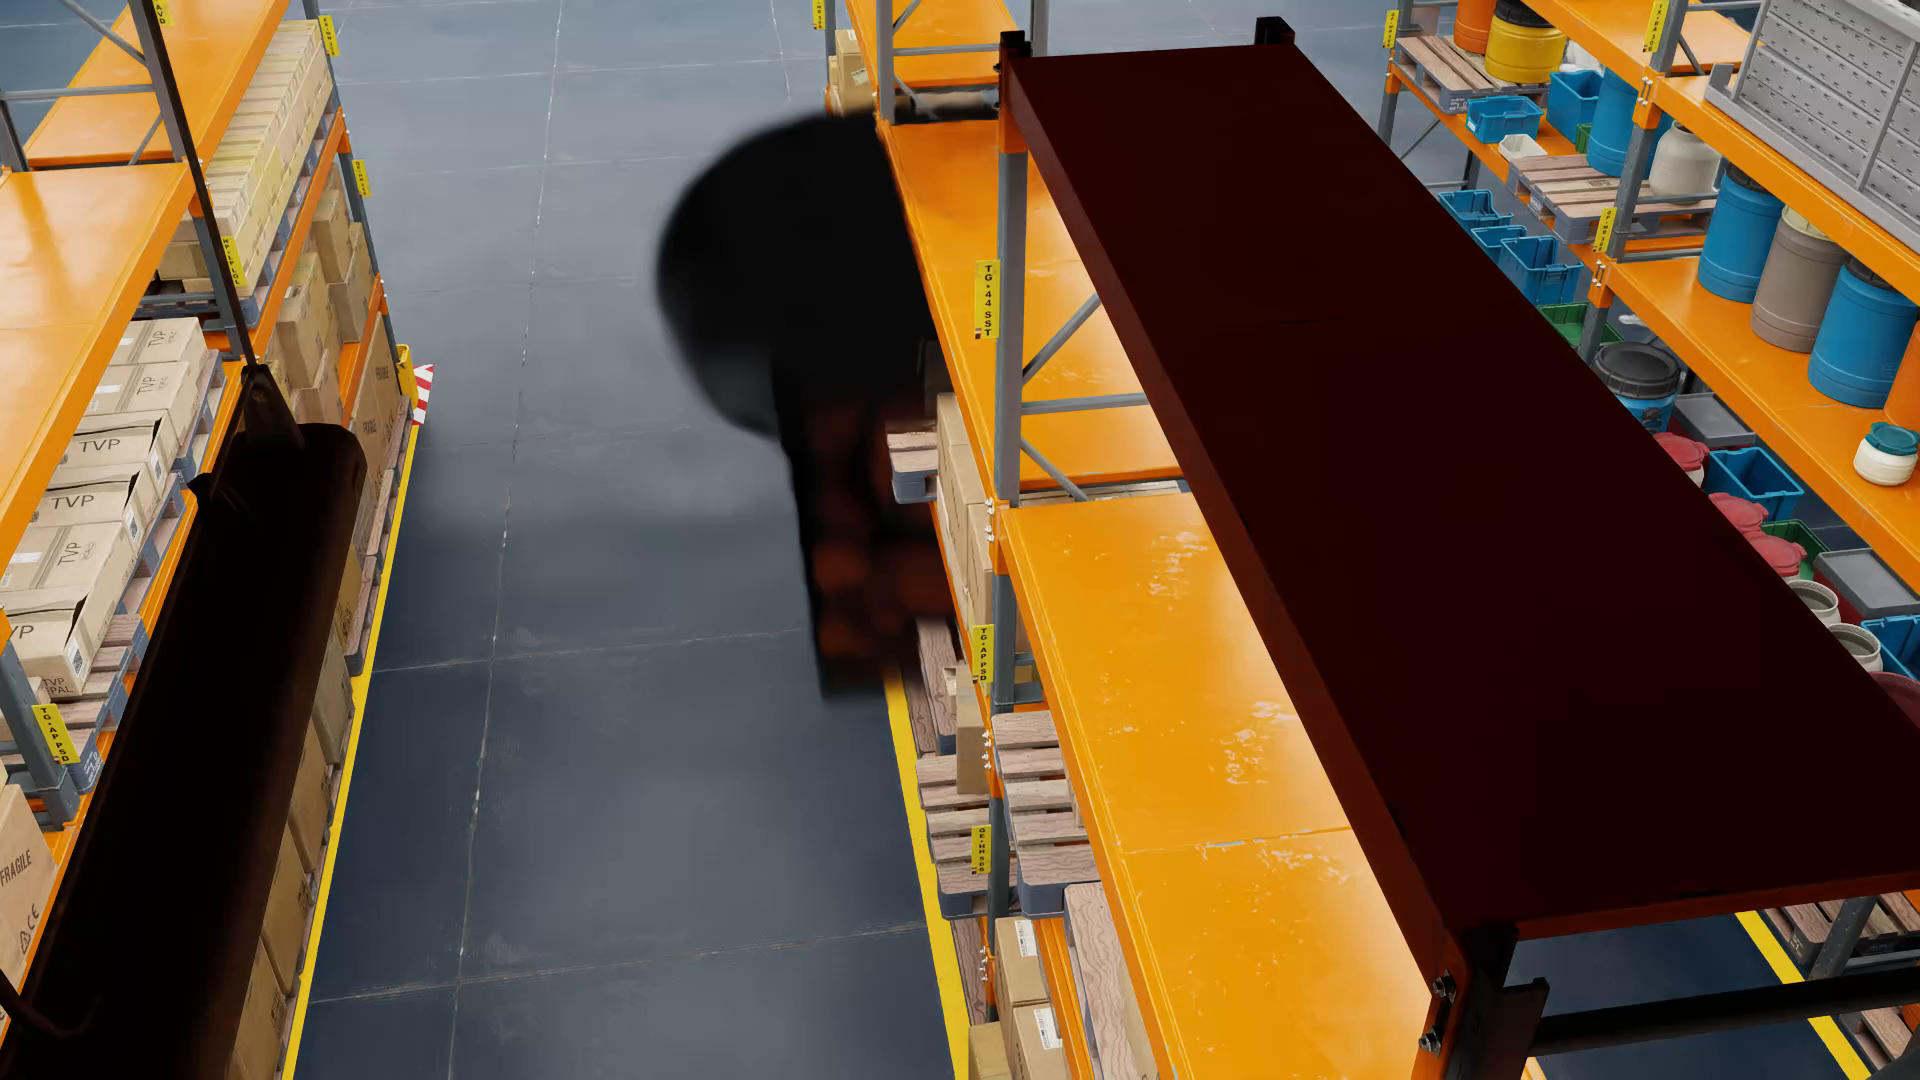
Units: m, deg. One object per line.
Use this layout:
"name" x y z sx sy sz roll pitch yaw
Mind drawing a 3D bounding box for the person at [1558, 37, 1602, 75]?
"person" 7.214 -5.198 19.171 1.065 1.723 0.756 6 37 8

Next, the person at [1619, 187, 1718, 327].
"person" 6.571 -2.590 15.076 0.637 1.797 0.914 -29 45 -34
